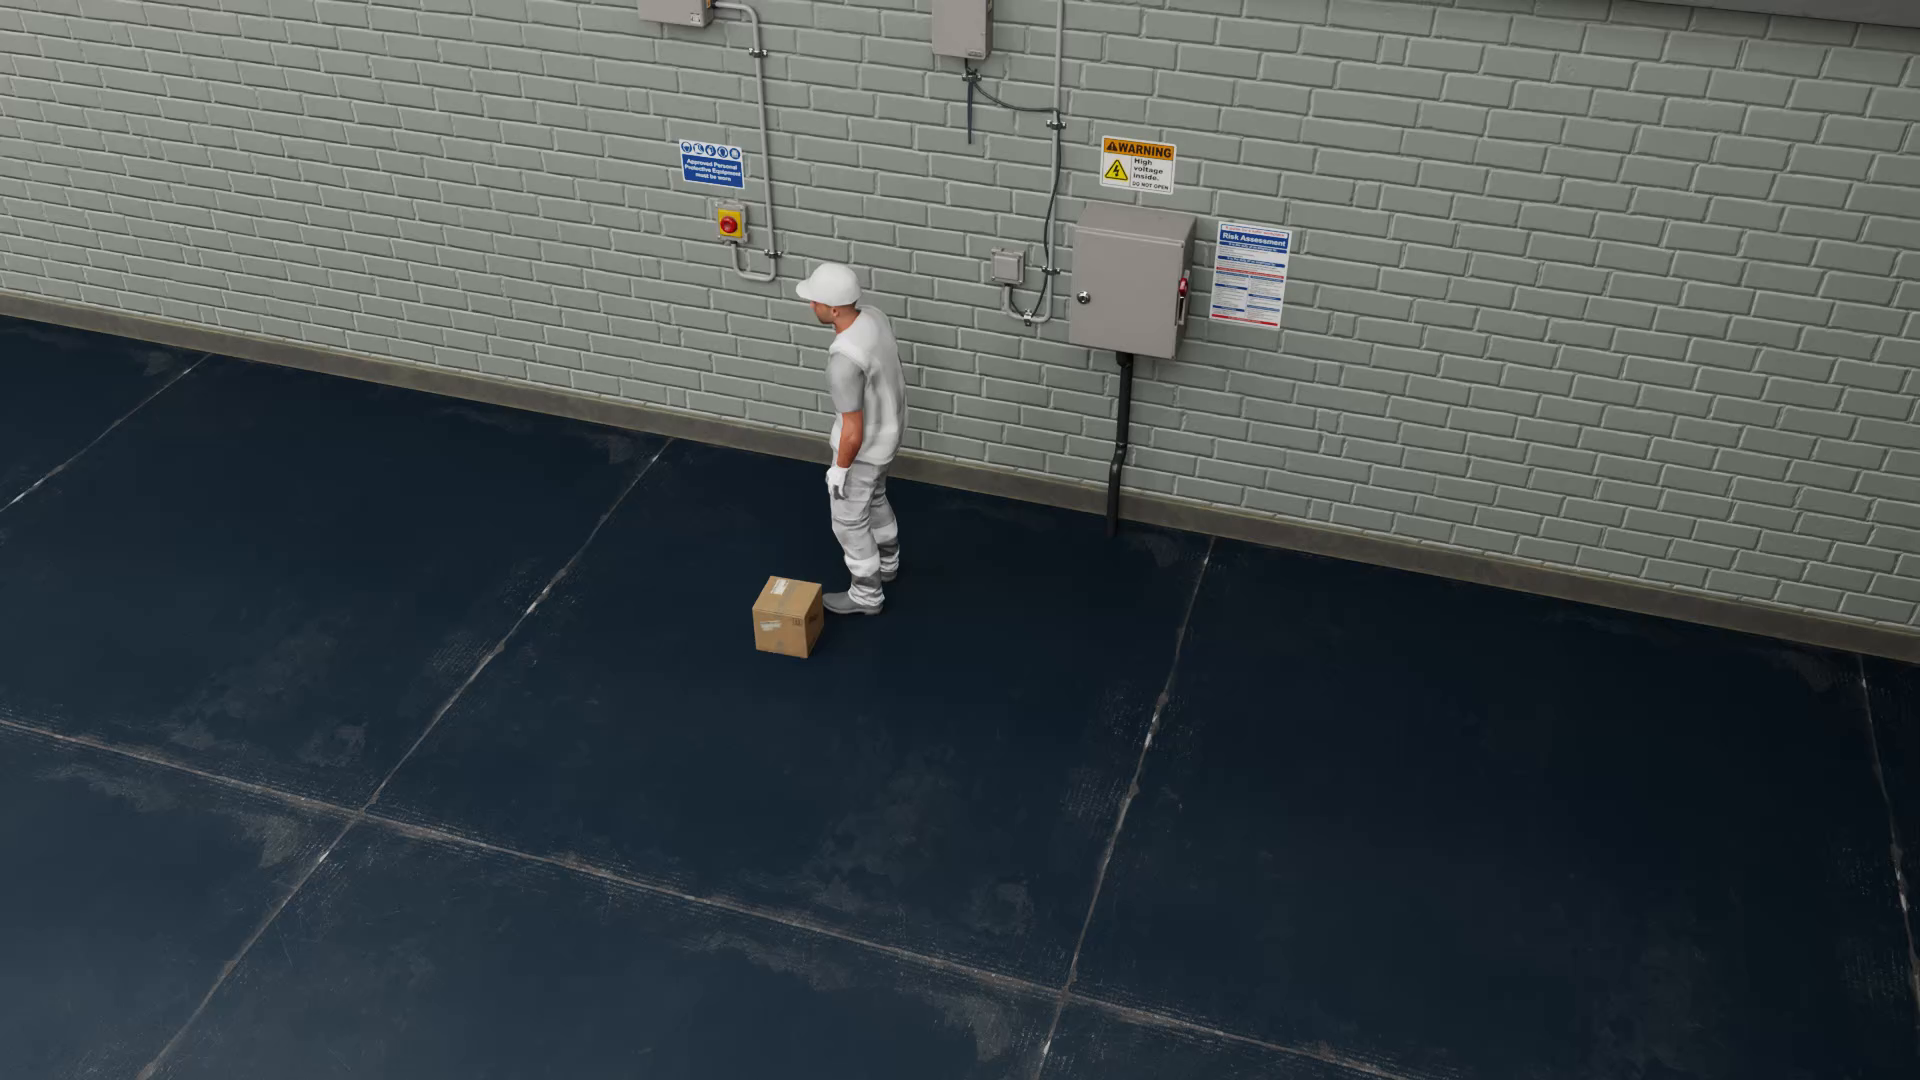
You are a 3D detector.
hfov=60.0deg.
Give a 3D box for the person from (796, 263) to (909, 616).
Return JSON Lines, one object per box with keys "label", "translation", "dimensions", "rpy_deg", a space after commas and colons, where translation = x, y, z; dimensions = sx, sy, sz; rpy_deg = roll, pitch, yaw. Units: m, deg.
{"label": "person", "translation": [-0.465, -0.445, 7.478], "dimensions": [0.451, 1.777, 0.610], "rpy_deg": [9, 38, 11]}
